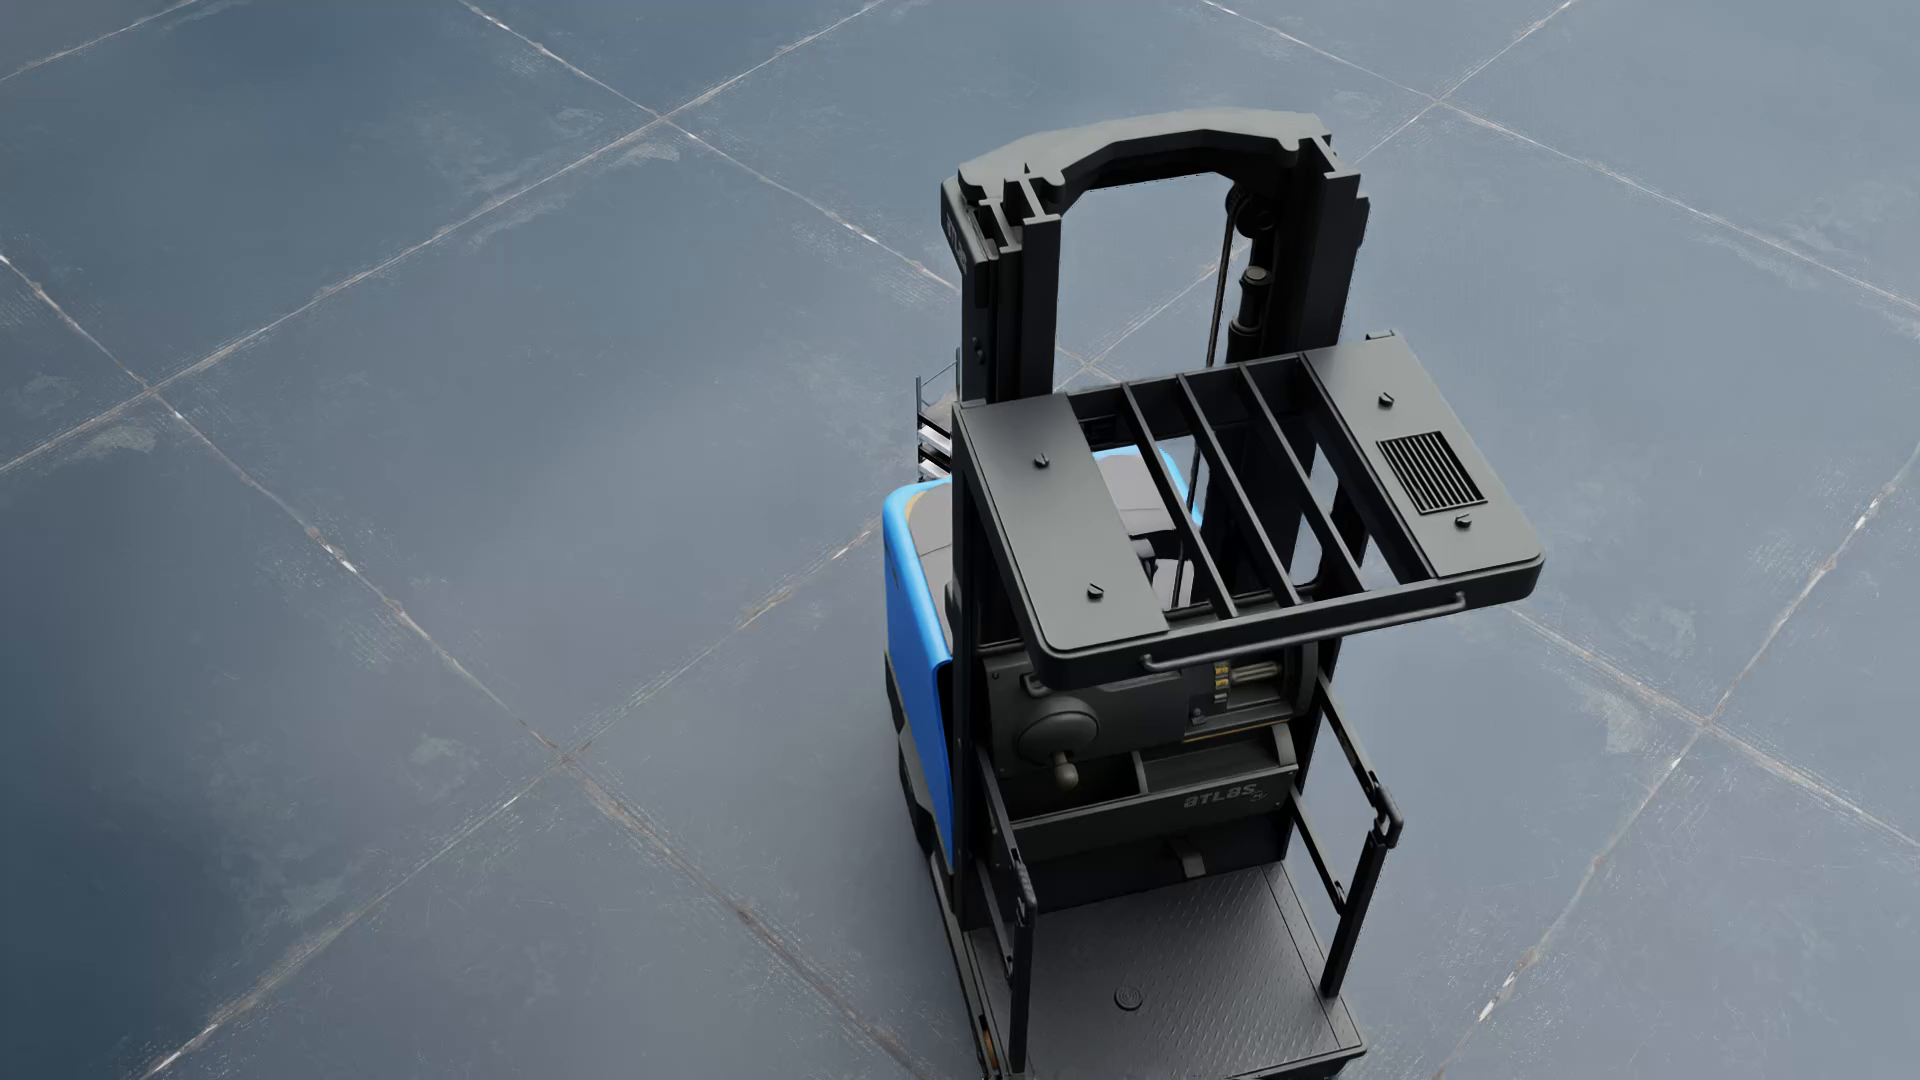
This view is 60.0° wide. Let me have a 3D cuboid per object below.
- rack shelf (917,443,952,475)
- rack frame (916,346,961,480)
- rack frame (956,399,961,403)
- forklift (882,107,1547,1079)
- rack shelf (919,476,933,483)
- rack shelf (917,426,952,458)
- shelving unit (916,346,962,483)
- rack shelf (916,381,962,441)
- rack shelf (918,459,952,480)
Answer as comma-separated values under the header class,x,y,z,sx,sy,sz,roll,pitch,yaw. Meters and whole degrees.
class,x,y,z,sx,sy,sz,roll,pitch,yaw
rack shelf,-0.006,-0.351,6.493,0.200,0.077,0.258,34,55,28
rack frame,-0.081,-0.362,6.581,0.006,0.900,0.240,34,55,28
rack frame,0.069,-0.262,6.487,0.006,0.900,0.240,34,55,28
forklift,0.581,0.517,4.363,1.130,2.935,3.031,-10,48,-10
rack shelf,-0.006,-0.228,6.624,0.200,0.077,0.258,34,55,28
rack shelf,-0.006,-0.412,6.427,0.200,0.077,0.258,34,55,28
shelving unit,-0.006,-0.312,6.534,0.210,0.900,0.258,34,55,28
rack shelf,-0.006,-0.474,6.362,0.200,0.077,0.258,34,55,28
rack shelf,-0.006,-0.289,6.559,0.200,0.077,0.258,34,55,28
